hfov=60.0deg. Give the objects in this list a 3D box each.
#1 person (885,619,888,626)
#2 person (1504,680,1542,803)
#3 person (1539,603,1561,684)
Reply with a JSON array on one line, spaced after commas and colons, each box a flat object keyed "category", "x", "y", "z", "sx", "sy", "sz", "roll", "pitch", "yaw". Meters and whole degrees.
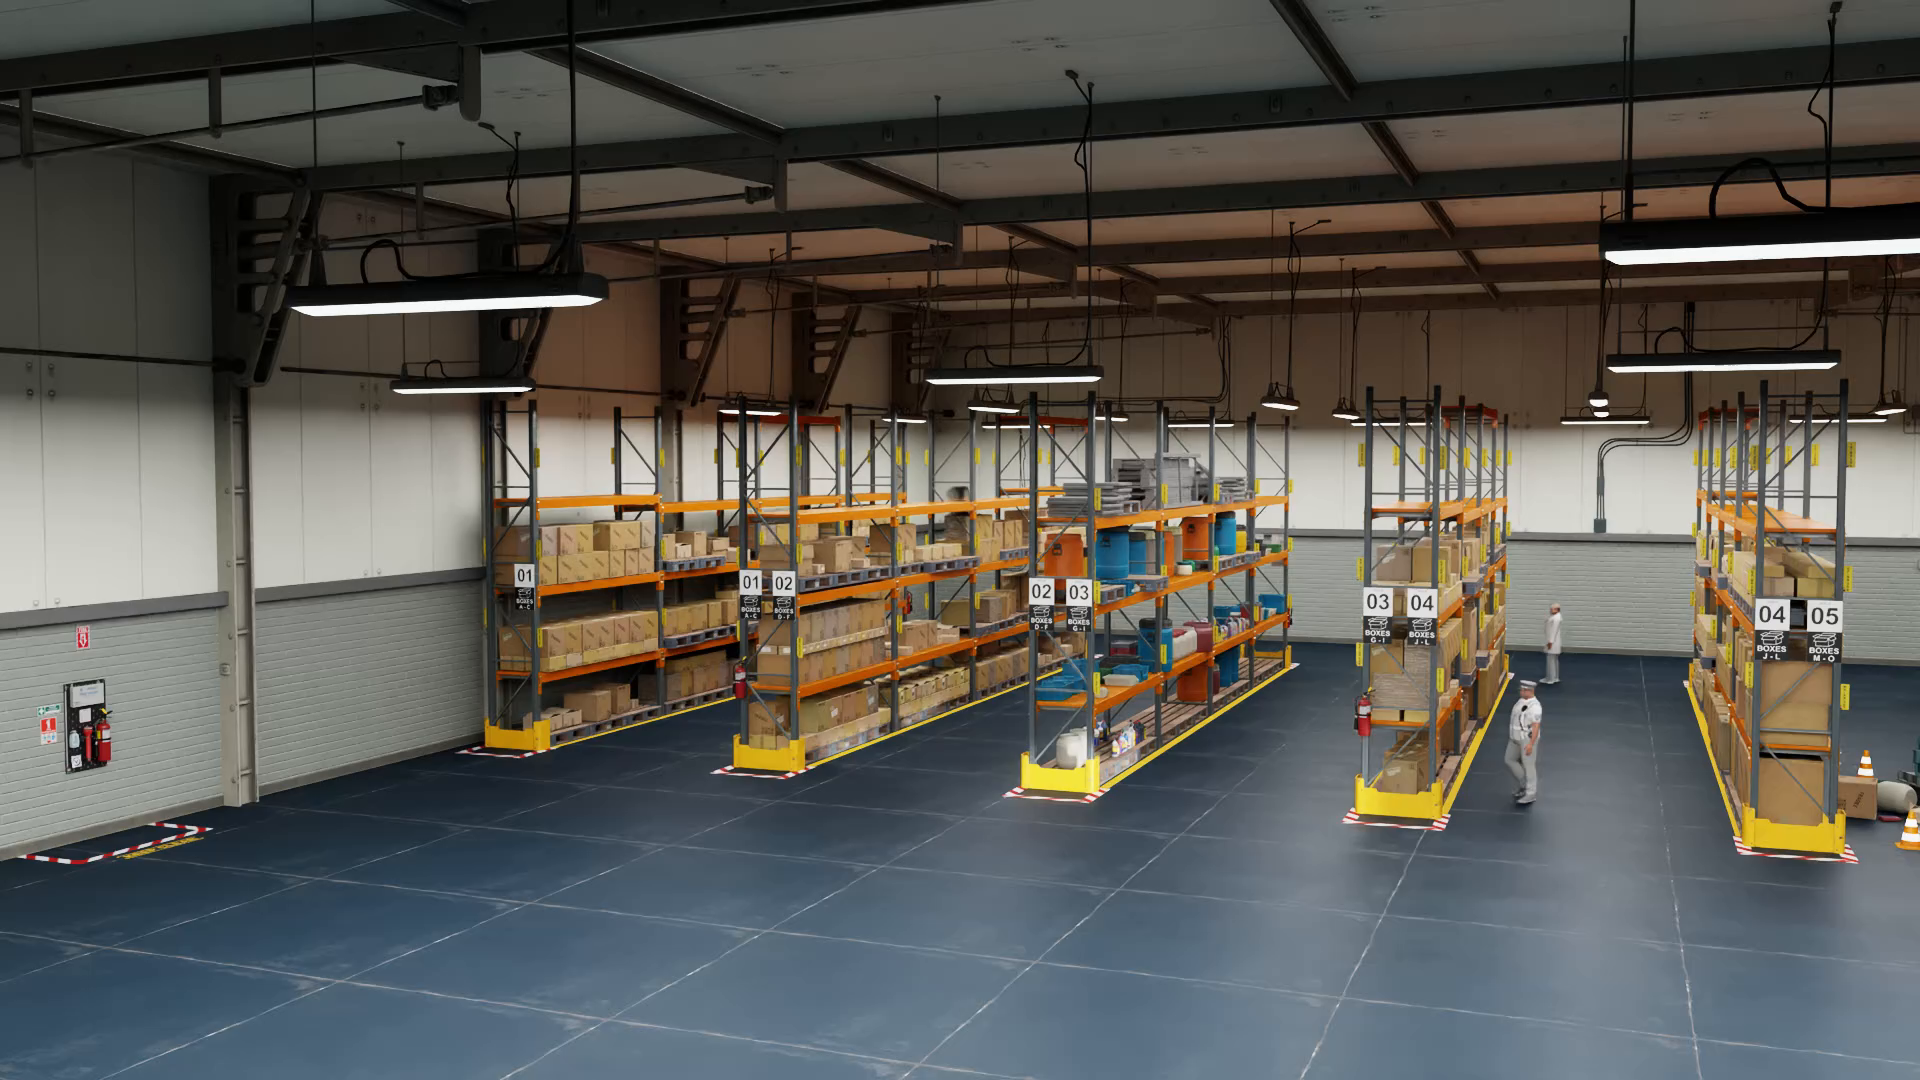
[{"category": "person", "x": -1.928, "y": 2.238, "z": 38.763, "sx": 0.406, "sy": 1.696, "sz": 0.514, "roll": 2, "pitch": 3, "yaw": 34}, {"category": "person", "x": 8.228, "y": 2.935, "z": 24.308, "sx": 0.448, "sy": 1.779, "sz": 0.653, "roll": -1, "pitch": 3, "yaw": -18}, {"category": "person", "x": 13.123, "y": 2.353, "z": 36.954, "sx": 0.438, "sy": 1.666, "sz": 0.606, "roll": 1, "pitch": 3, "yaw": 28}]
